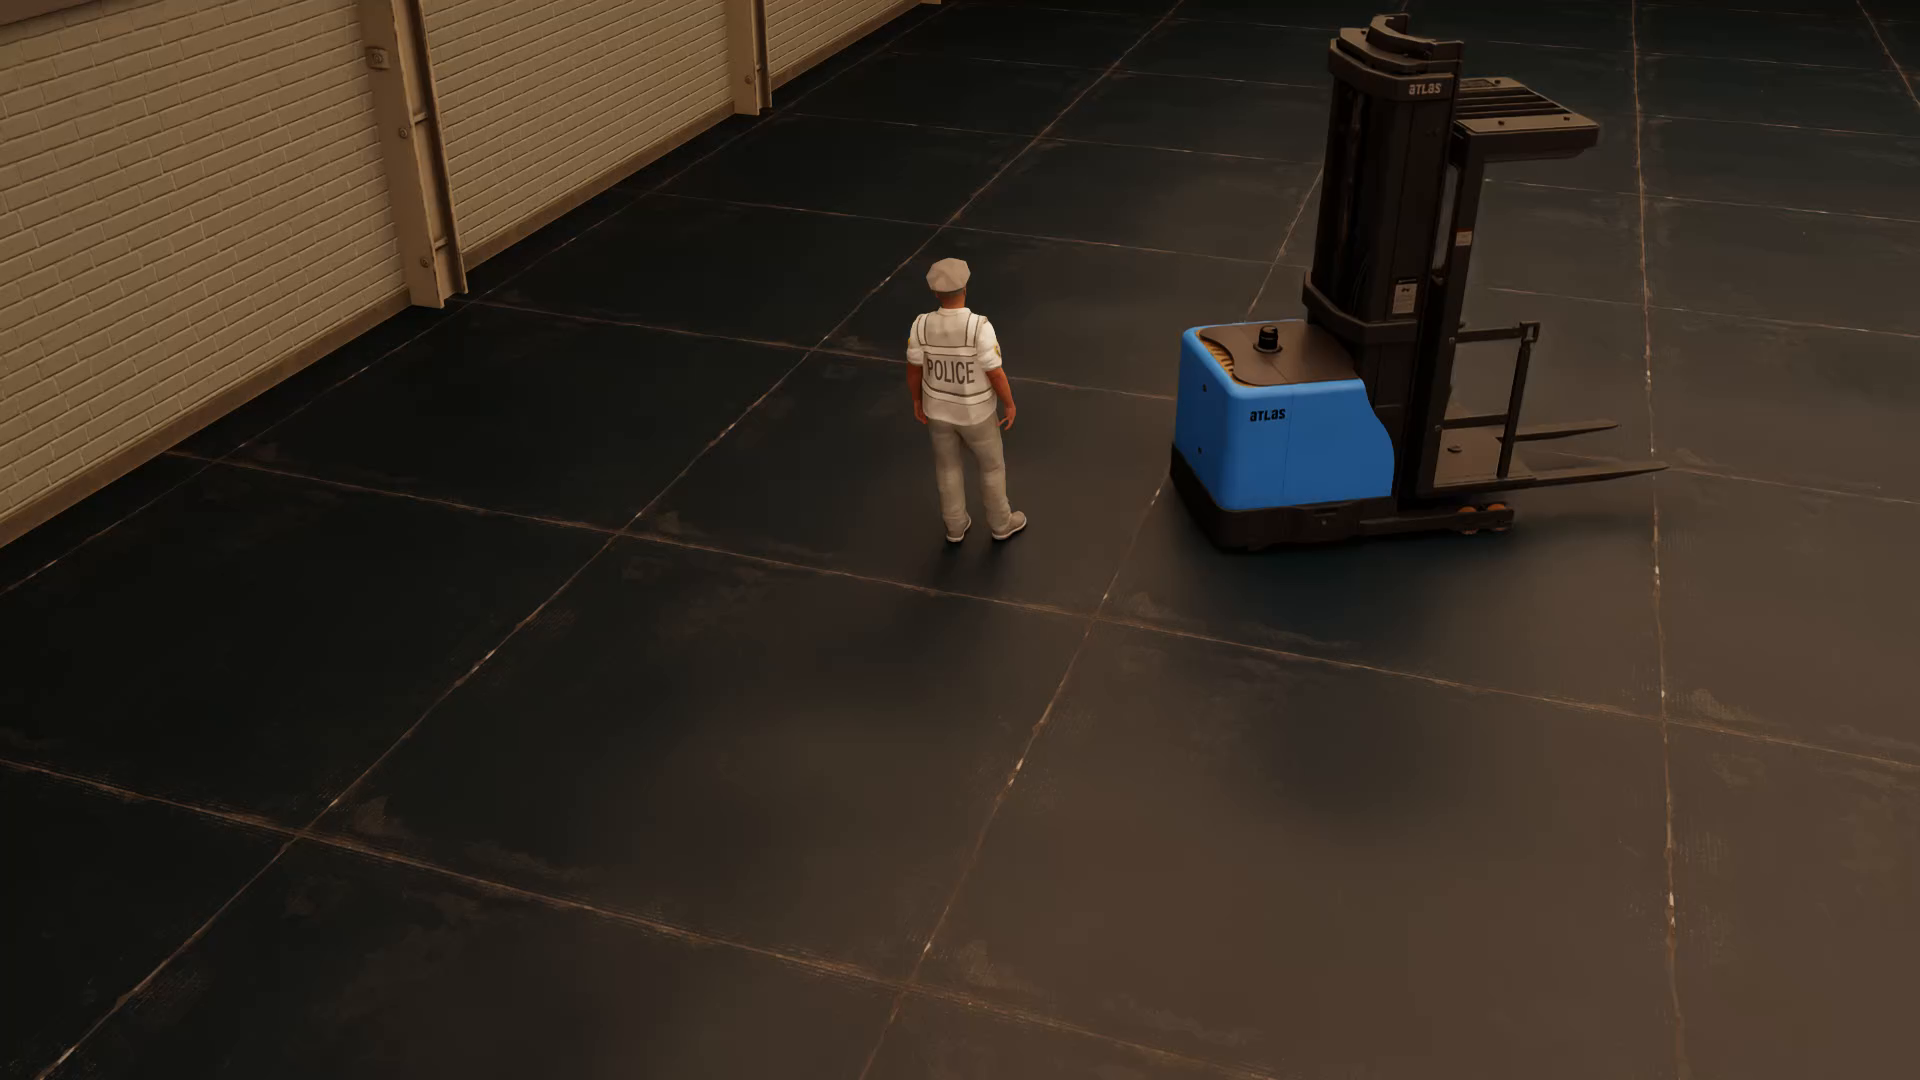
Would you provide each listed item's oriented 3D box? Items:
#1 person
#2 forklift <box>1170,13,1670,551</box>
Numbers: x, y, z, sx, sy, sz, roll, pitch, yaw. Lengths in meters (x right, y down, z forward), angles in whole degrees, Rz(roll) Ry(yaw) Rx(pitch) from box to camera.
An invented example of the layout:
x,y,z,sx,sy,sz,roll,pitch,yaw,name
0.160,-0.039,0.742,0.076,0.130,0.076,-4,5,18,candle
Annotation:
x,y,z,sx,sy,sz,roll,pitch,yaw,name
0.036,-0.816,9.712,0.641,1.780,0.574,10,31,16,person
2.918,-1.559,9.871,3.031,2.935,1.130,-6,30,-10,forklift
